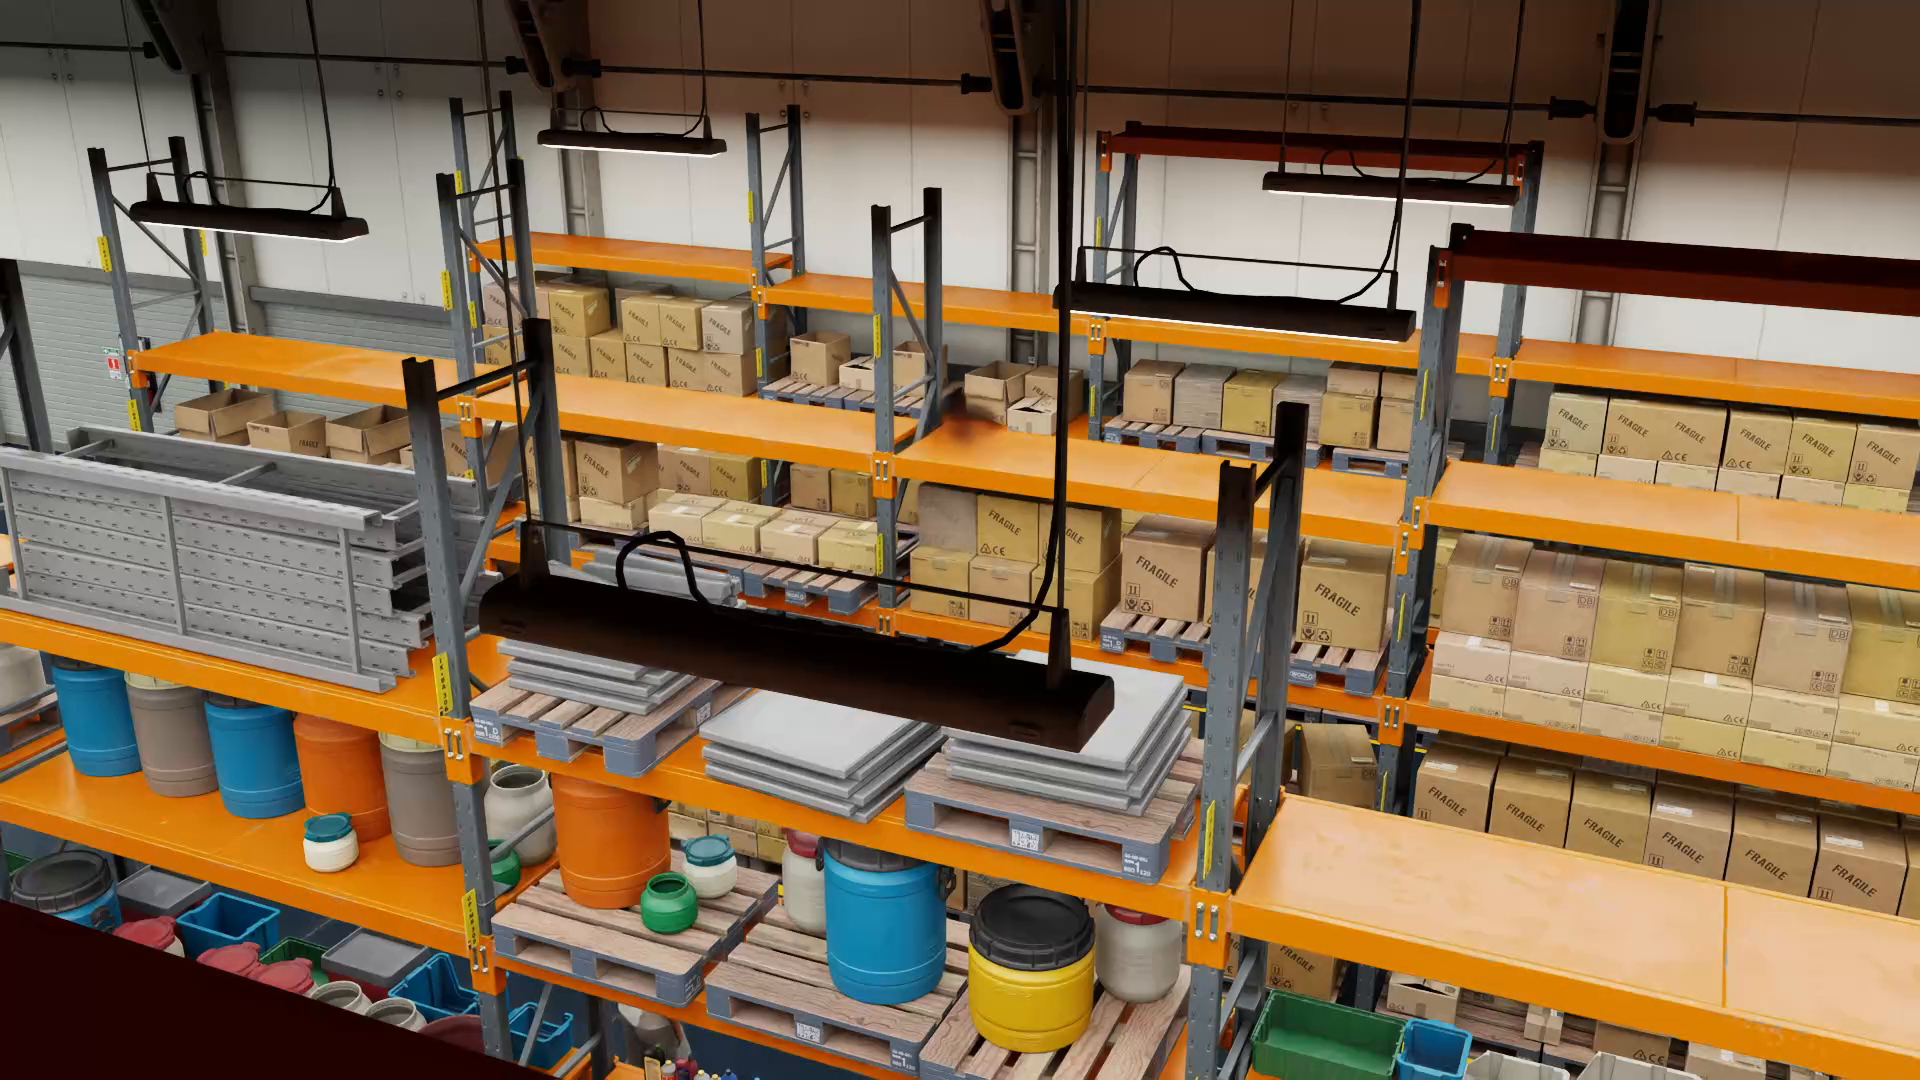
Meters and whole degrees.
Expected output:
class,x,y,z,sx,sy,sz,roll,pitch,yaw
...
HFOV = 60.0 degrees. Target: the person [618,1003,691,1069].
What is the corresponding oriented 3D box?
class,x,y,z,sx,sy,sz,roll,pitch,yaw
person,-2.124,3.329,11.588,0.630,1.714,0.618,-17,26,-37
